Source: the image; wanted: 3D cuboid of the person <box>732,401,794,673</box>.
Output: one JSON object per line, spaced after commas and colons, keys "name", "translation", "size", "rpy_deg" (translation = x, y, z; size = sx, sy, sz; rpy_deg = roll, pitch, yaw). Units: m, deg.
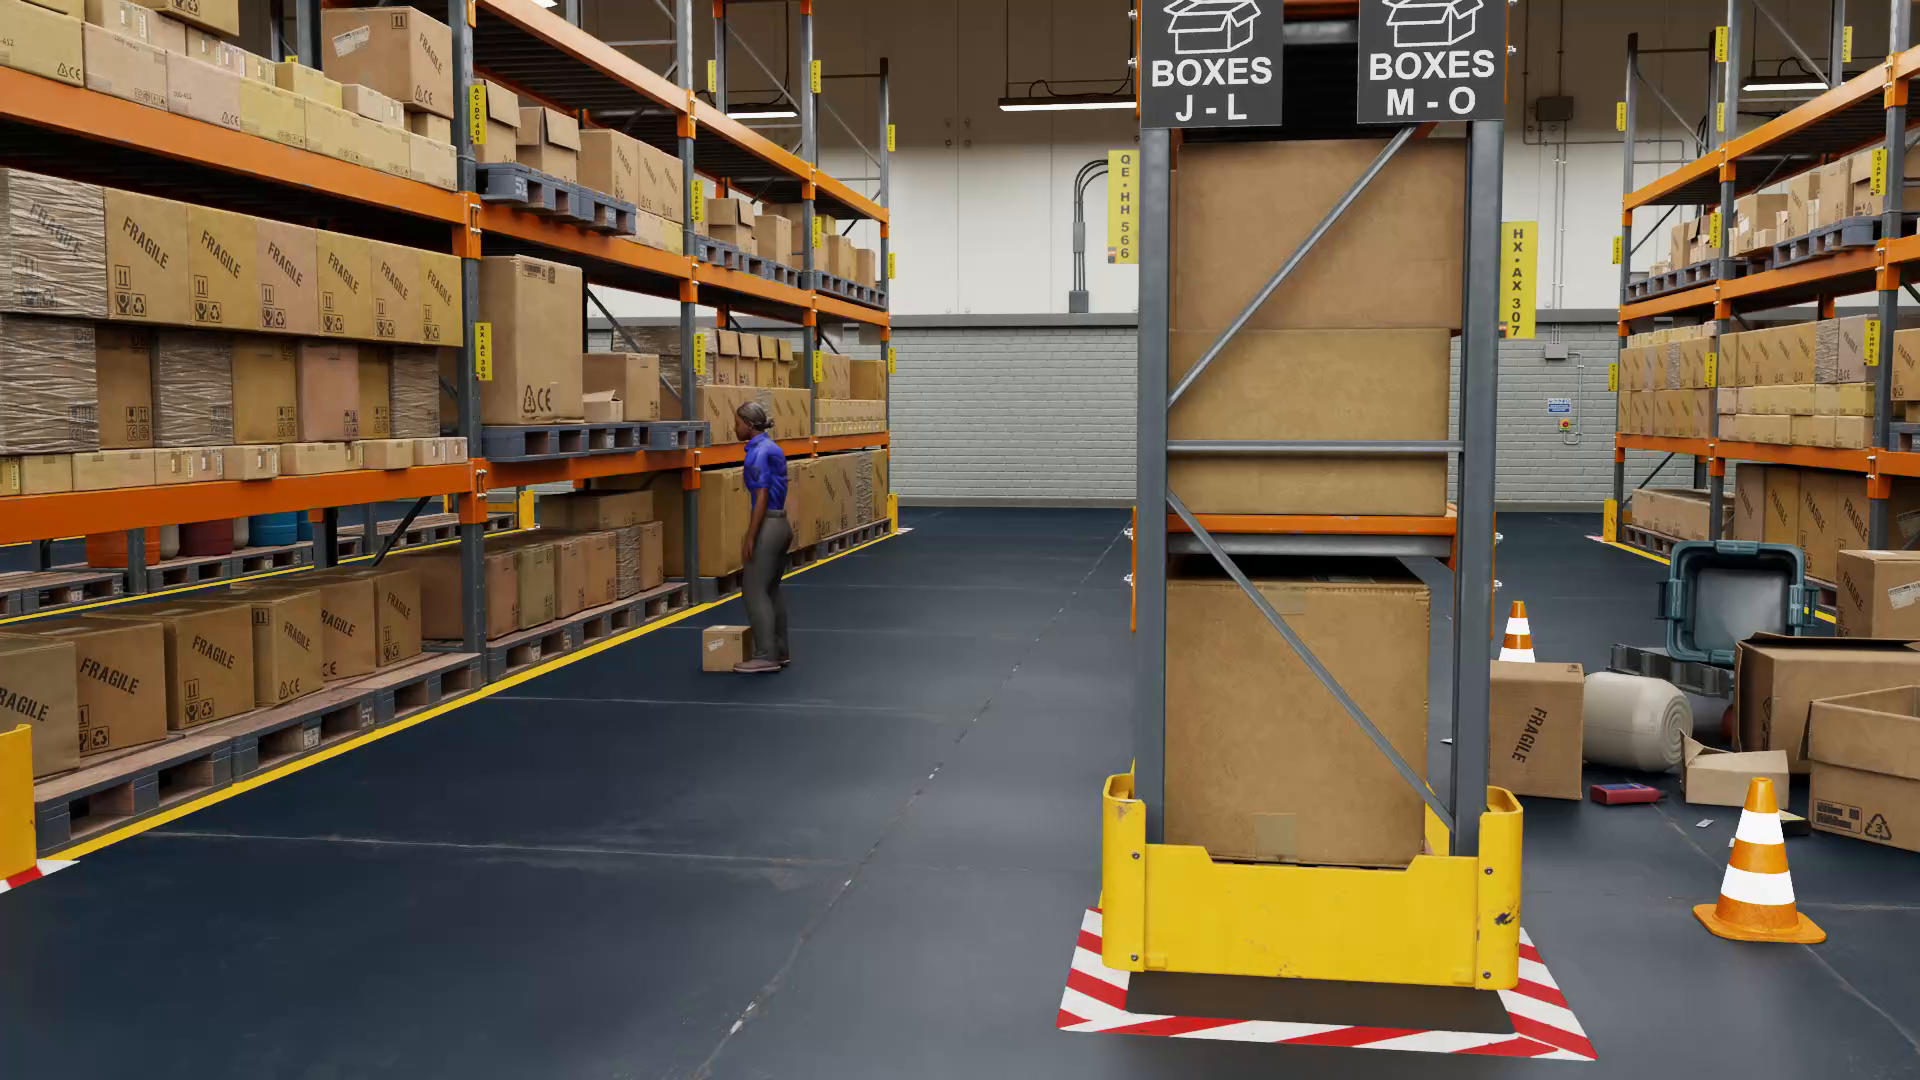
{"name": "person", "translation": [-1.212, -0.025, 10.233], "size": [0.346, 1.656, 0.530], "rpy_deg": [0, 5, 6]}
